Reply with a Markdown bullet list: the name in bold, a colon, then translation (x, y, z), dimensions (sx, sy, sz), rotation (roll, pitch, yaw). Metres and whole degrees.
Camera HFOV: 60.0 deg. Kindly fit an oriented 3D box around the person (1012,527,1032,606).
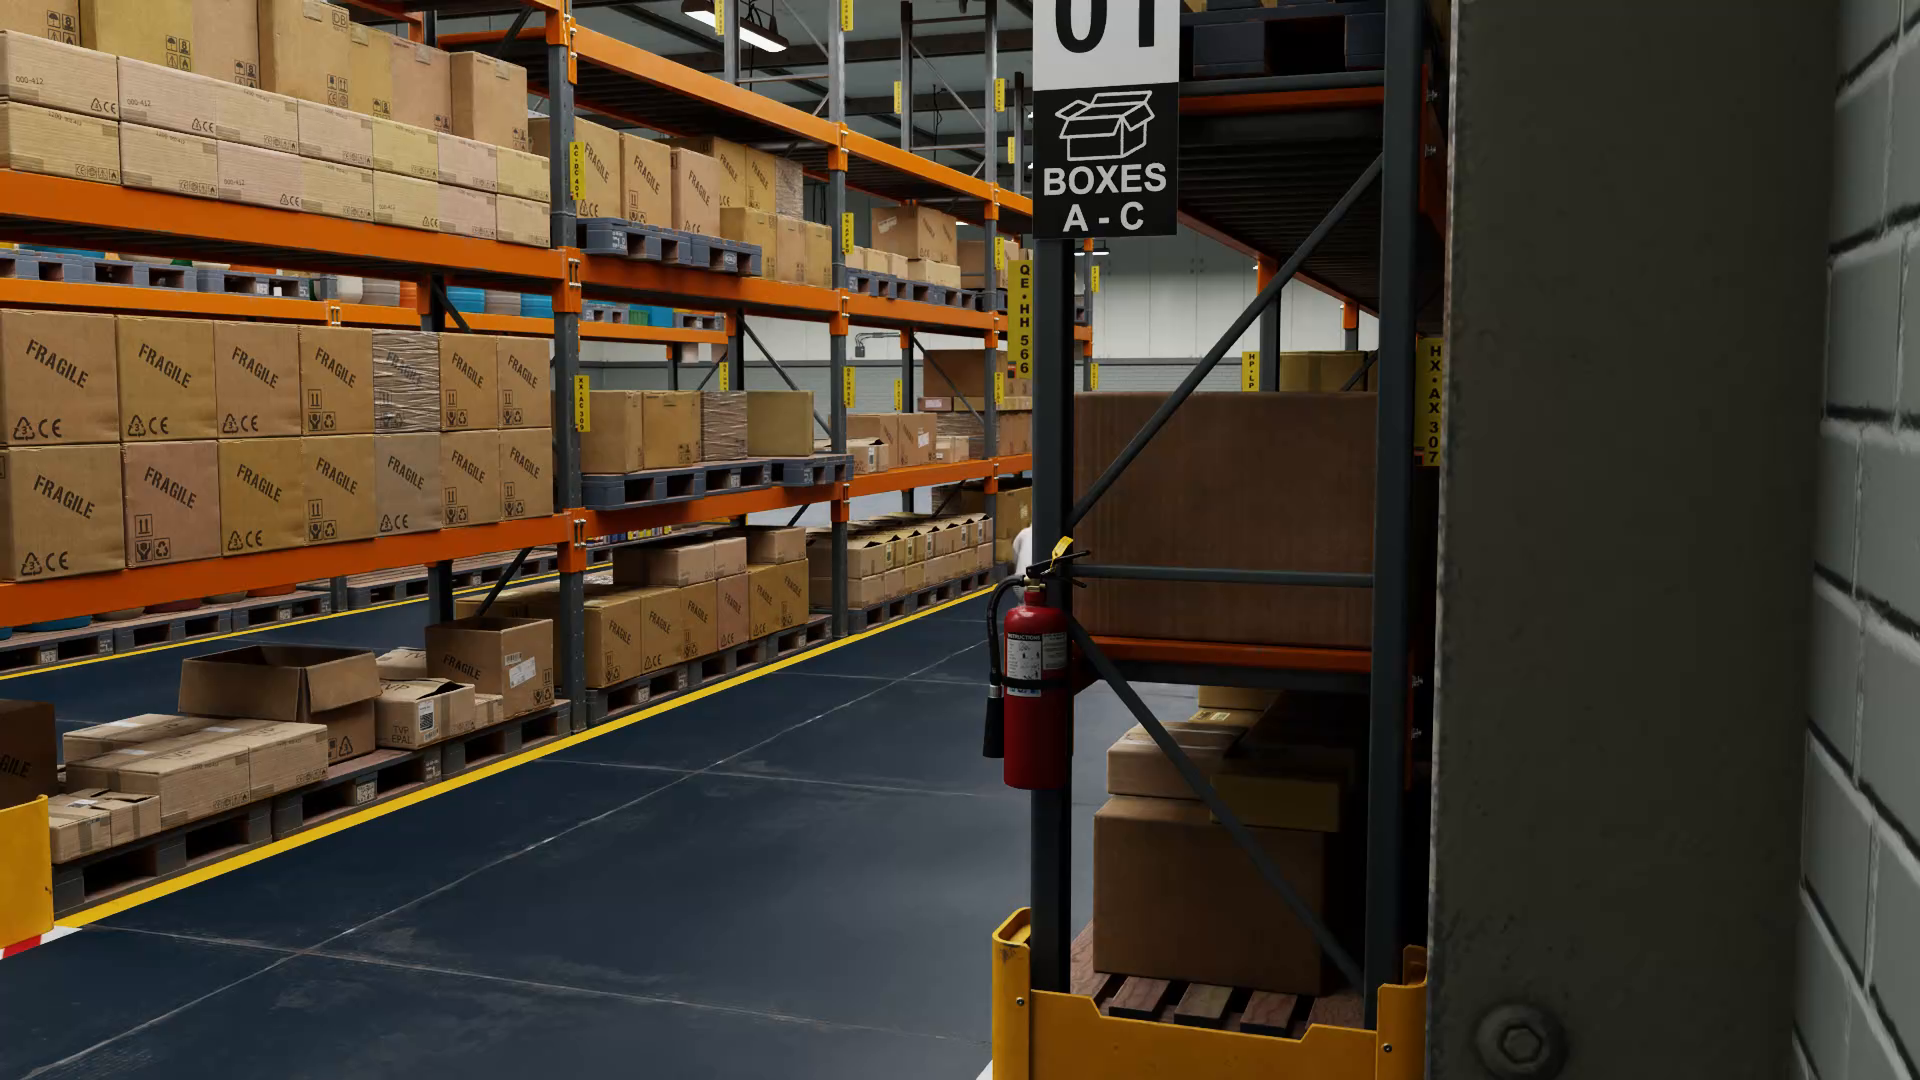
- **person**: translation (0.705, 0.292, 13.660), dimensions (0.613, 1.003, 0.916), rotation (2, 5, 19)
